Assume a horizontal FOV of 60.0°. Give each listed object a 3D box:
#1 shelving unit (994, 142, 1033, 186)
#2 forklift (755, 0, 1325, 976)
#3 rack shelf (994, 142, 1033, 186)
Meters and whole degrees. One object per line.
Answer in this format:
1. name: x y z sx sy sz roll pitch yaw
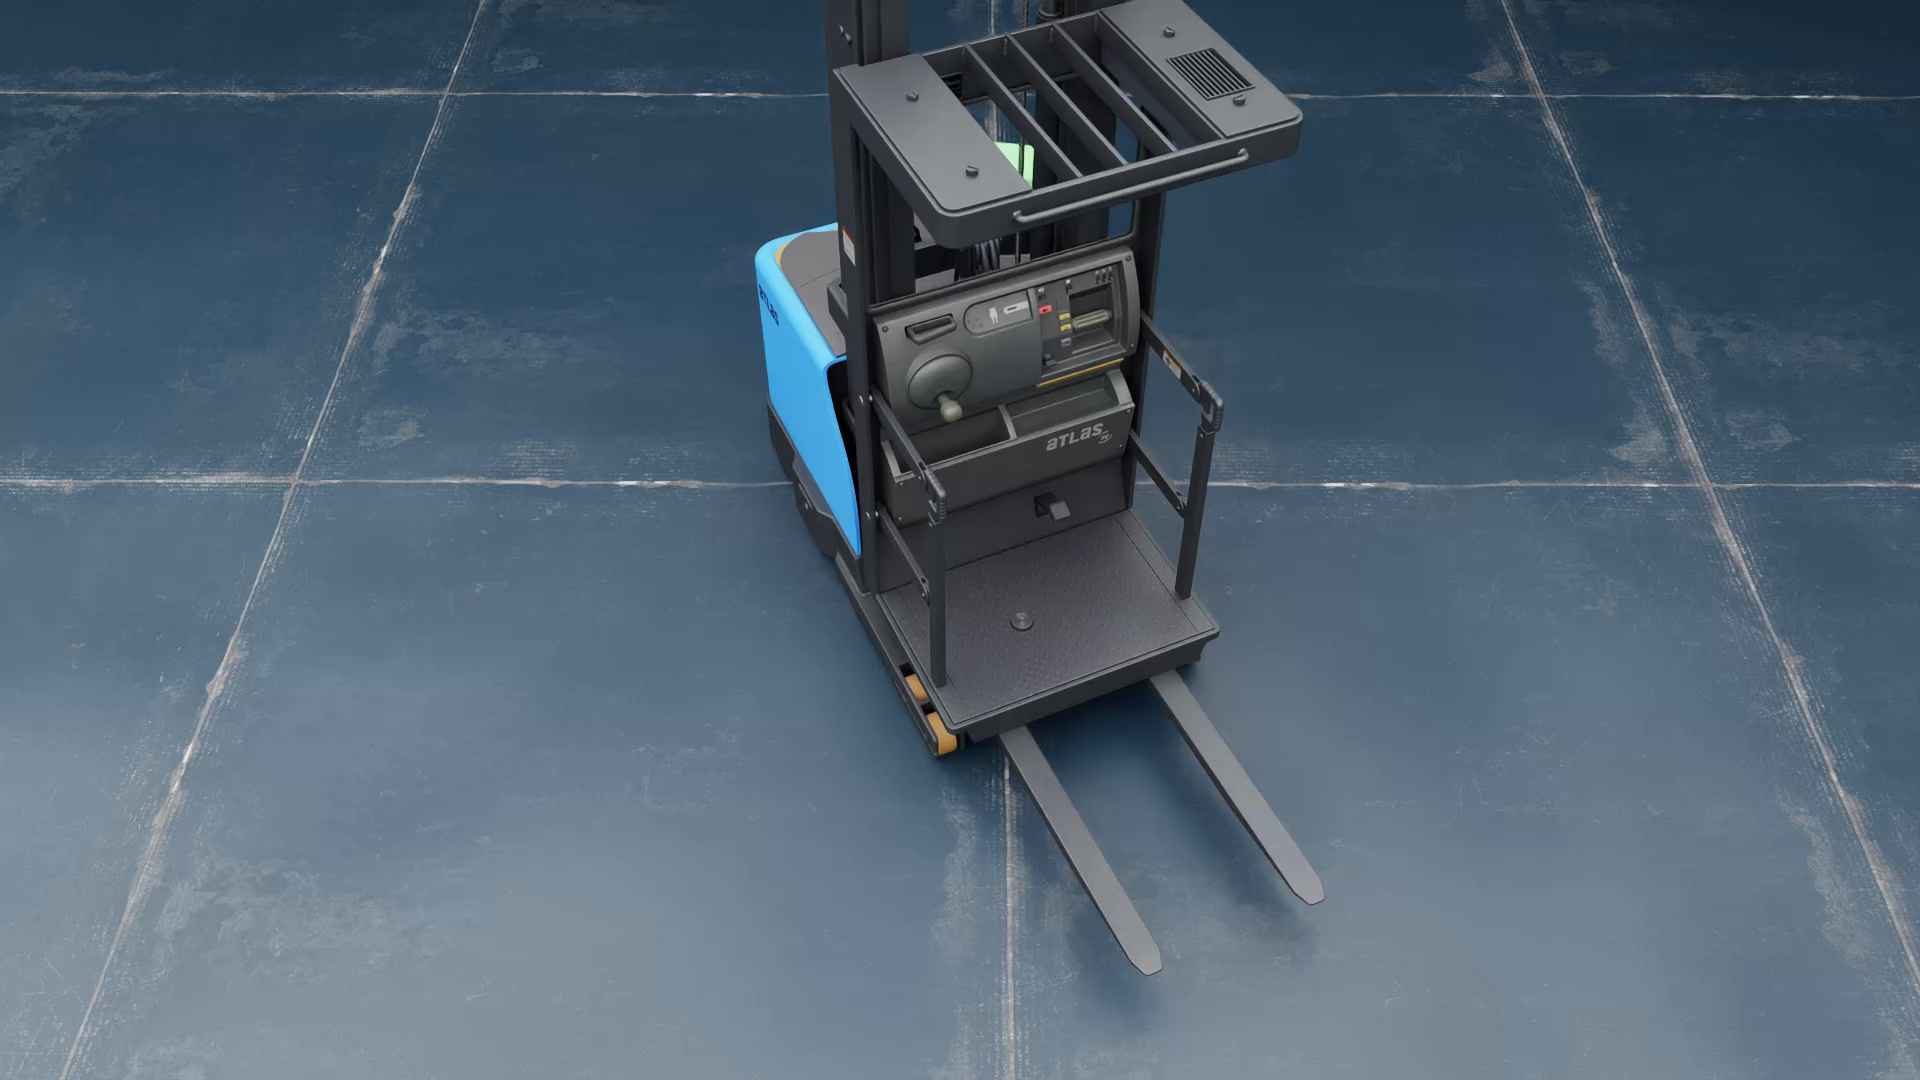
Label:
1. shelving unit: 0.247 -1.219 7.146 0.503 1.200 0.258 7 47 7
2. forklift: 0.262 -0.580 5.368 1.130 2.935 3.031 -19 50 -16
3. rack shelf: 0.247 -1.503 6.841 0.480 0.148 0.258 7 47 7
